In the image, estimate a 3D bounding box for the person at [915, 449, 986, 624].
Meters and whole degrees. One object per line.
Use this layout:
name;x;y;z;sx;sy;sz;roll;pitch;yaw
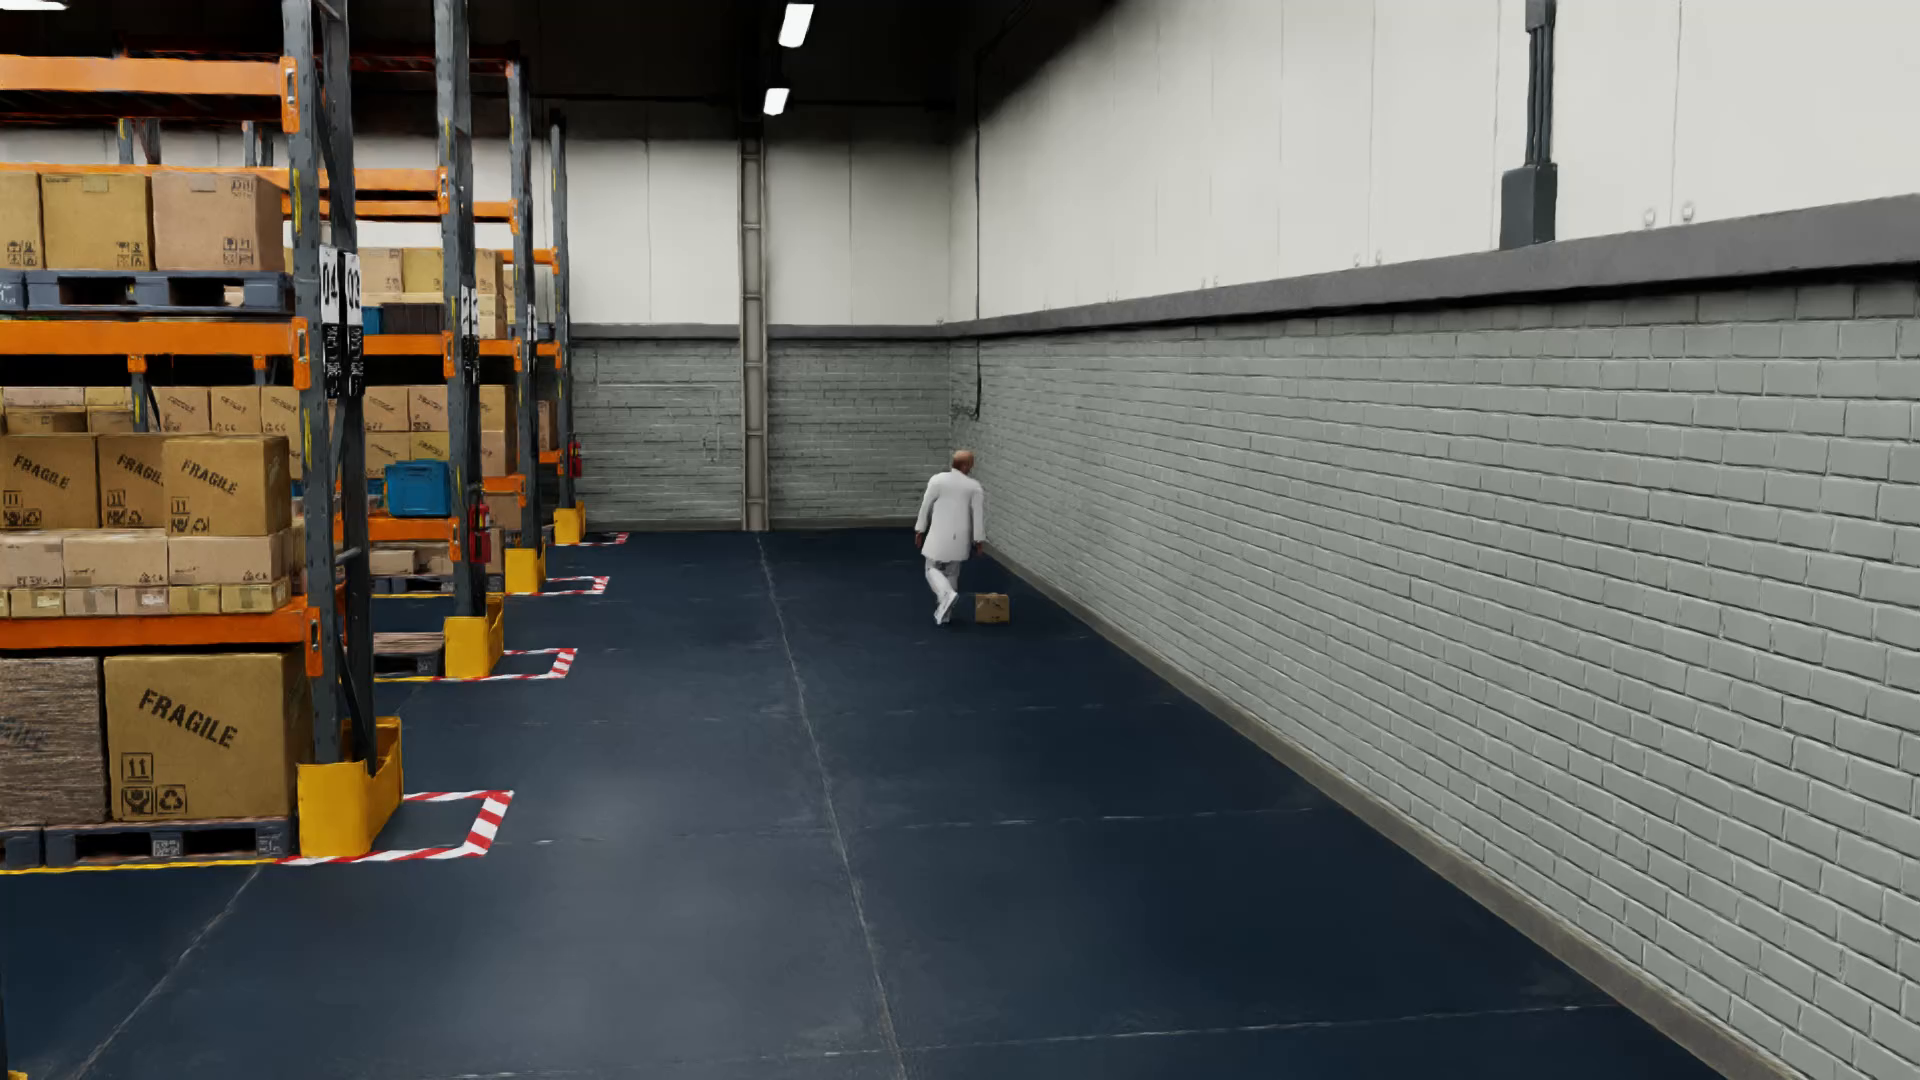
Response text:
person;-0.100;-0.036;16.308;0.683;1.733;0.749;-1;6;-10
